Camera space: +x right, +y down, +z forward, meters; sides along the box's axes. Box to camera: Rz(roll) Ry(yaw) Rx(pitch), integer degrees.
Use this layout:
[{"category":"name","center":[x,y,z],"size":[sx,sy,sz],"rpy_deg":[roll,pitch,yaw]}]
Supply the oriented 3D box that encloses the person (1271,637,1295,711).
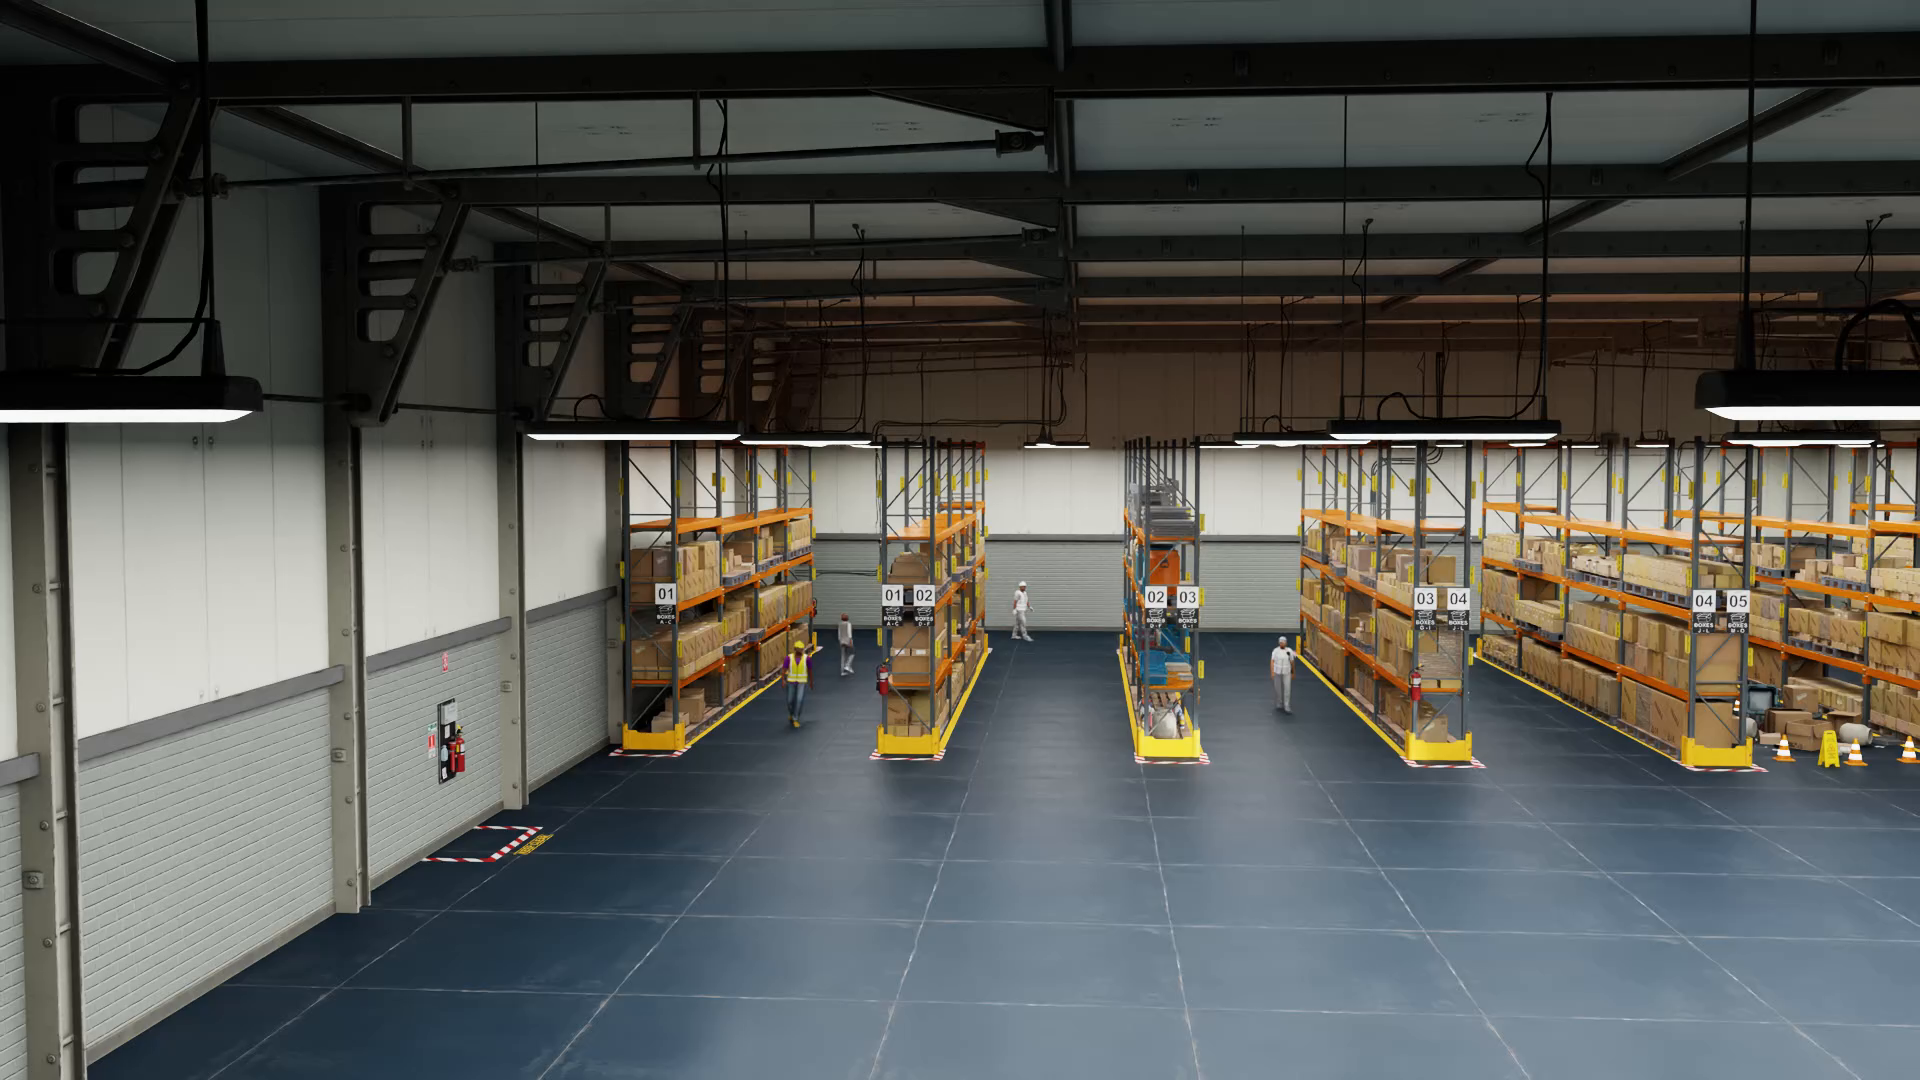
[{"category":"person","center":[7.106,2.938,36.662],"size":[0.519,1.608,0.959],"rpy_deg":[1,3,16]}]

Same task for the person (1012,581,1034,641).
[{"category":"person","center":[1.911,2.141,50.368],"size":[0.738,1.778,0.585],"rpy_deg":[1,3,22]}]

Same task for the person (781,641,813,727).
[{"category":"person","center":[-3.414,3.002,34.887],"size":[0.665,1.765,0.775],"rpy_deg":[0,3,-7]}]

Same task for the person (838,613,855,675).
[{"category":"person","center":[-2.926,2.646,42.465],"size":[0.448,1.583,0.471],"rpy_deg":[1,3,19]}]
